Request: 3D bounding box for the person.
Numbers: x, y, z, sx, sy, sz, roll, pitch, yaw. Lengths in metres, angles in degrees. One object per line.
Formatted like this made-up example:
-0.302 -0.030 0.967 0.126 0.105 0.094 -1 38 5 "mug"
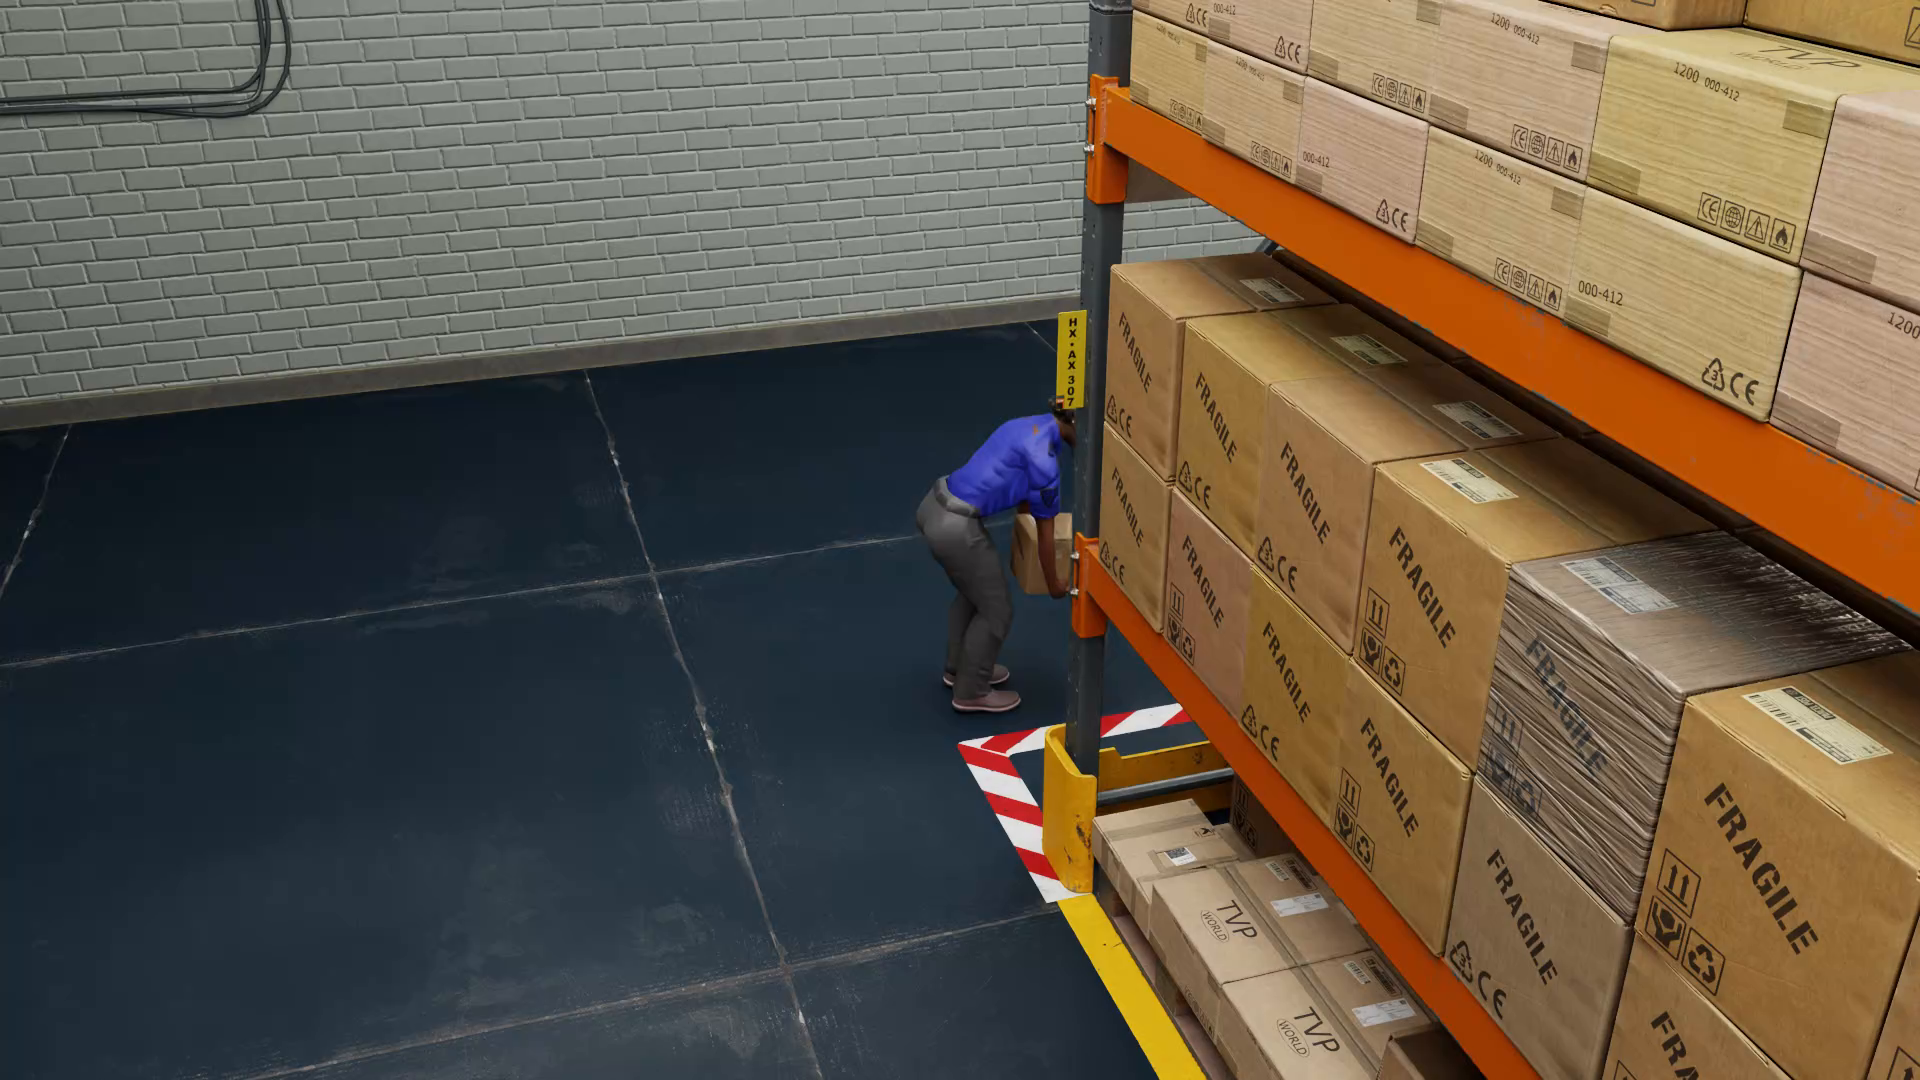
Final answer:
0.209 0.040 6.860 0.759 1.381 0.416 -6 27 -12 "person"
